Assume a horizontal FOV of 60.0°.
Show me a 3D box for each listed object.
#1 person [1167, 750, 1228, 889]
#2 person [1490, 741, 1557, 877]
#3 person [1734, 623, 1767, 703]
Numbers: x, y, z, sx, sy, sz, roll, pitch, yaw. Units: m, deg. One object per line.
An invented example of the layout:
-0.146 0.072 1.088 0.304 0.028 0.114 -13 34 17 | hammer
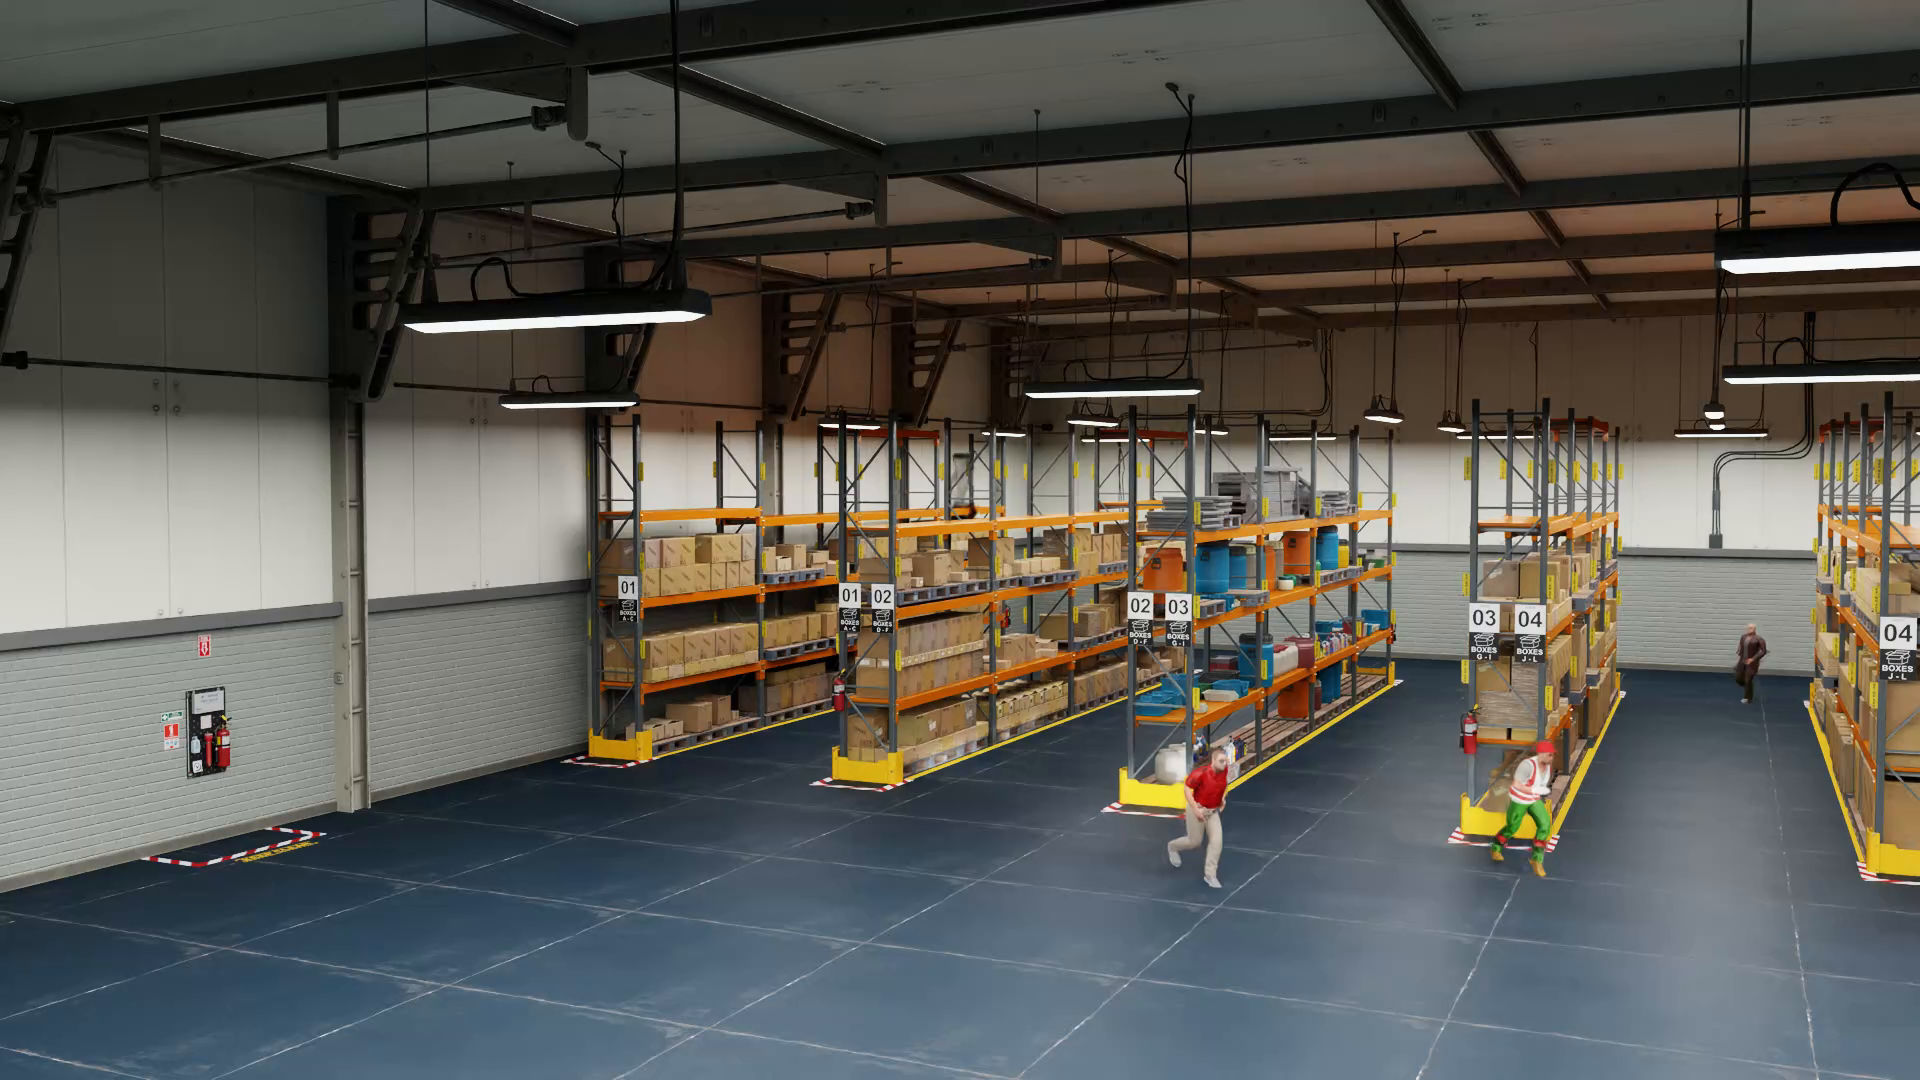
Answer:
2.943 3.364 20.335 0.678 1.692 0.883 -2 3 -38 | person
7.083 3.329 20.863 0.707 1.724 1.030 -1 3 -27 | person
17.103 2.713 35.982 0.588 1.658 0.735 -1 3 -28 | person
